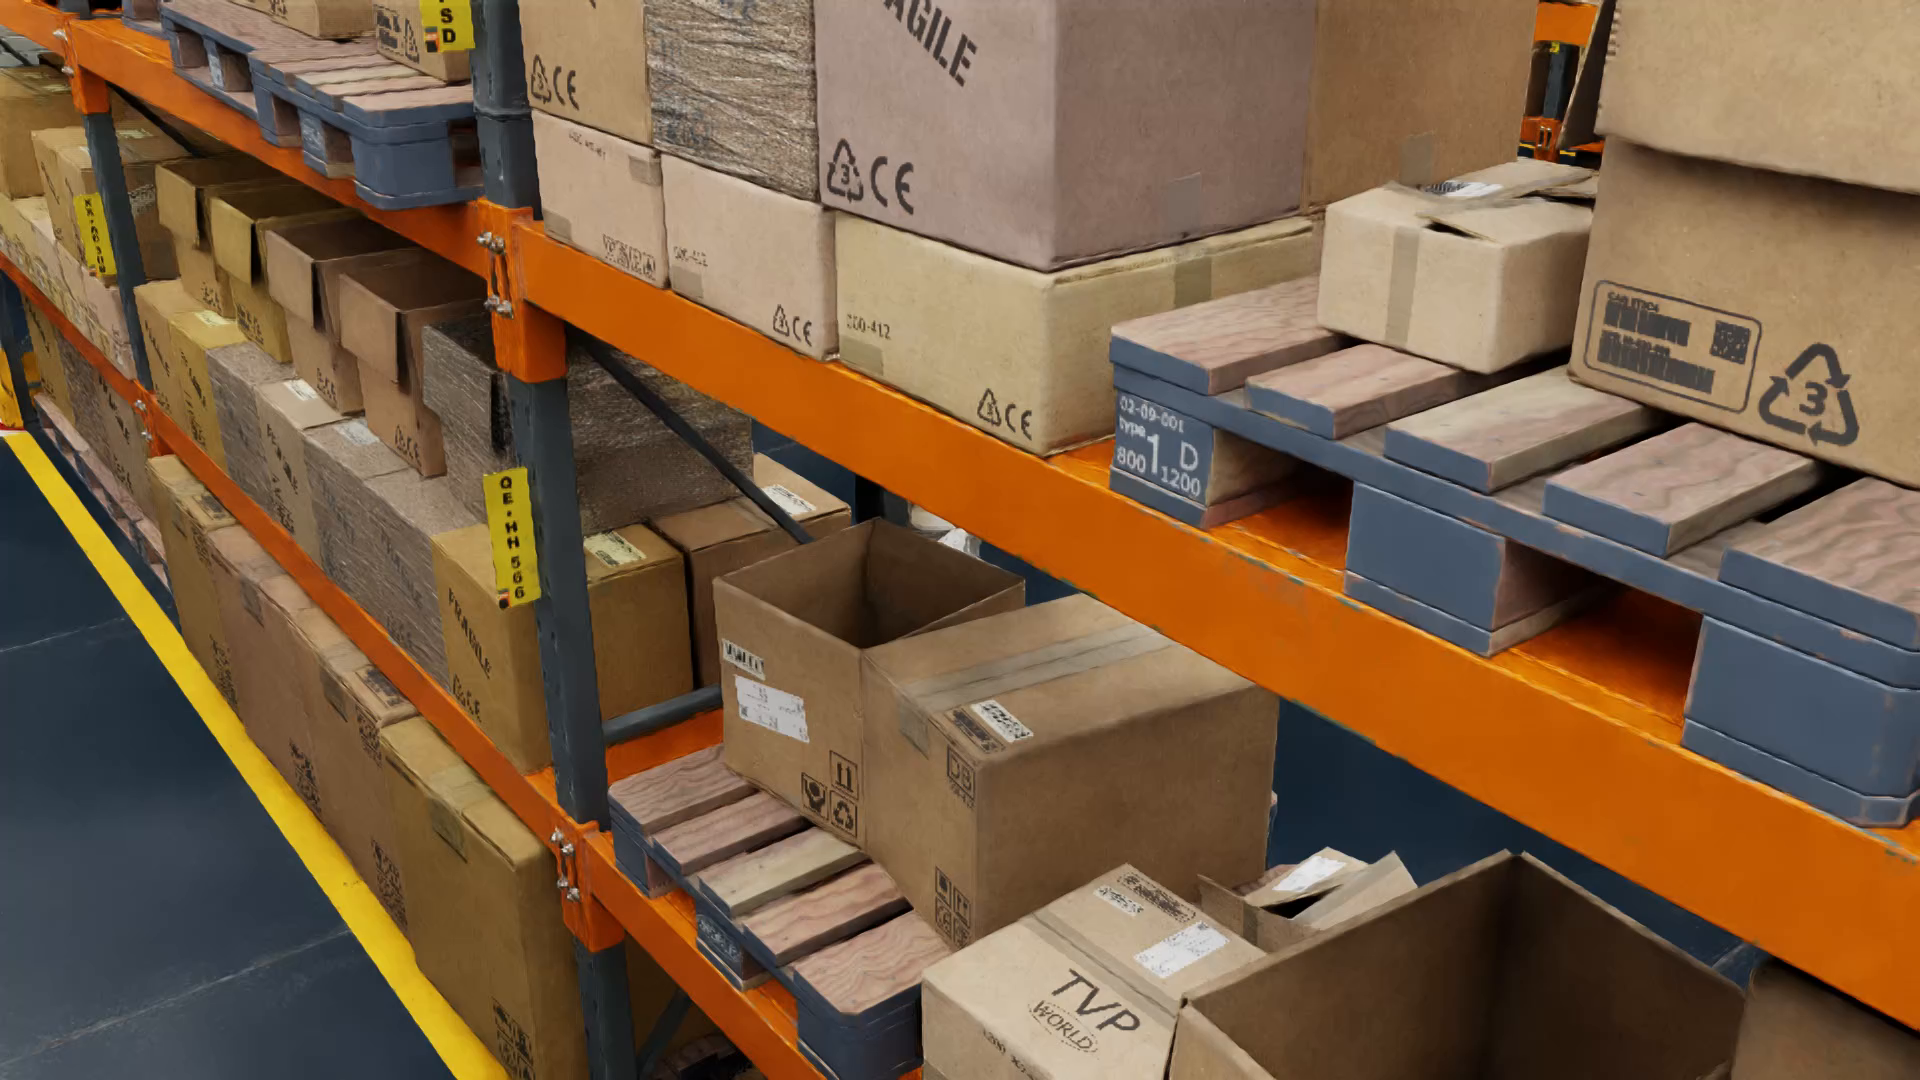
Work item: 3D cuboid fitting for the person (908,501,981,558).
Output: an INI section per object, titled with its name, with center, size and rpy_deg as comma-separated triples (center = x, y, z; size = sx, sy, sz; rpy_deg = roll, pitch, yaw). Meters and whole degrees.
[person]
center = -0.087, -0.042, 6.740
size = 0.664, 1.736, 0.621
rpy_deg = -18, 30, -34
